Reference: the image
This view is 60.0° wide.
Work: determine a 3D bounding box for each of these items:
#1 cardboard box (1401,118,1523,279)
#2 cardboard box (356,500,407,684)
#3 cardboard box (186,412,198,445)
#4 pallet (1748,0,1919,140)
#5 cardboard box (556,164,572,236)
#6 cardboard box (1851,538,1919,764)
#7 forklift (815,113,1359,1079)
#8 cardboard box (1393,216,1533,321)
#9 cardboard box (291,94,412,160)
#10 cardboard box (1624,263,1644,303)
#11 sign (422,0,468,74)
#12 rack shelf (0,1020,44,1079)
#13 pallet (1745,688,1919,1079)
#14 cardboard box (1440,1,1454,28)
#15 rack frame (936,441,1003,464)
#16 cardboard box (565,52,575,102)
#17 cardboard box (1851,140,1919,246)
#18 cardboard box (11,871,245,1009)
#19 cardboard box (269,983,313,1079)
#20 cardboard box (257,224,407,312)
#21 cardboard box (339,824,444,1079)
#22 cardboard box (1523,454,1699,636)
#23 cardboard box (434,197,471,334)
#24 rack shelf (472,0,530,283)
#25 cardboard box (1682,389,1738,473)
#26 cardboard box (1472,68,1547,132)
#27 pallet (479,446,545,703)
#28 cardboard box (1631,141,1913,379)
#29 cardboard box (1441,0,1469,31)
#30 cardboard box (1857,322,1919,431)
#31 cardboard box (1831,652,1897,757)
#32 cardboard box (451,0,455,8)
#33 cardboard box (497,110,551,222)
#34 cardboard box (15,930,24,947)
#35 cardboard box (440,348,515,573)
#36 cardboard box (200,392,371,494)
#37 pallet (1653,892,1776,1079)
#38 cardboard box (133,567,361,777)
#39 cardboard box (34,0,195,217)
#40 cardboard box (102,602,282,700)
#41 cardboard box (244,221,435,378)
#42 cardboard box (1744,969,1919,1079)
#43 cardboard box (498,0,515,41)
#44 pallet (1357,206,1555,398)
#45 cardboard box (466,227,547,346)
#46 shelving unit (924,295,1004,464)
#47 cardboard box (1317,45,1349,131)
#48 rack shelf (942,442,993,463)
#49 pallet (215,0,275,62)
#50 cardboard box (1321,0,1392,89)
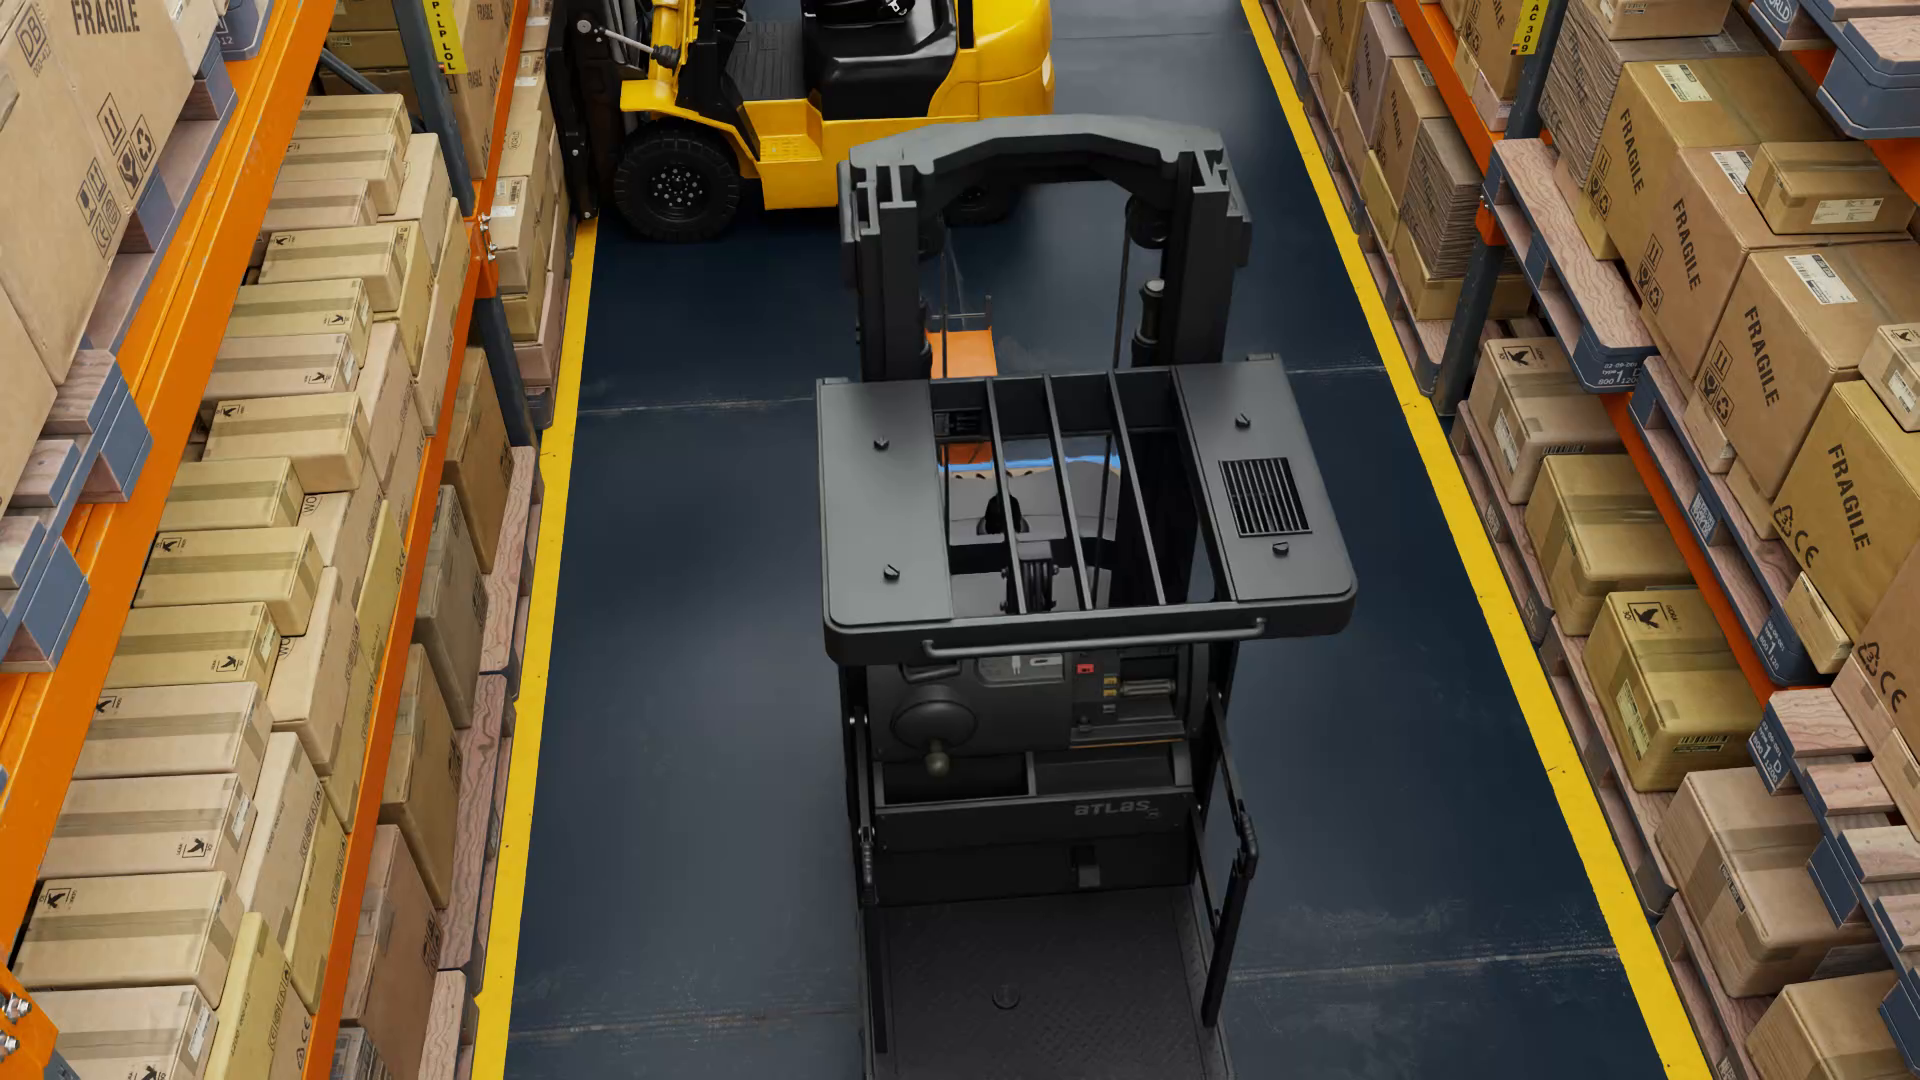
[{"bbox_3d":[2.305,-1.518,7.346,0.500,0.500,0.500,-4,47,-4],"label":"cardboard box"},{"bbox_3d":[-1.912,0.153,4.779,0.500,0.250,0.500,-2,47,-2],"label":"cardboard box"},{"bbox_3d":[-2.474,-0.346,4.908,0.500,0.250,0.500,-5,47,-4],"label":"cardboard box"},{"bbox_3d":[2.657,-1.413,4.222,1.213,0.211,1.003,-3,47,-3],"label":"pallet"},{"bbox_3d":[-2.151,-1.651,7.989,0.500,0.250,0.500,-3,47,-3],"label":"cardboard box"},{"bbox_3d":[2.587,0.278,3.994,0.500,0.500,0.500,-4,47,-4],"label":"cardboard box"},{"bbox_3d":[0.233,0.524,4.371,1.130,2.935,3.031,-4,47,-3],"label":"forklift"},{"bbox_3d":[2.304,-1.260,7.618,0.500,0.250,0.500,-2,47,-1],"label":"cardboard box"},{"bbox_3d":[-2.074,-1.369,5.601,0.380,0.149,0.250,-2,47,-2],"label":"cardboard box"},{"bbox_3d":[2.465,-0.907,5.563,0.380,0.149,0.250,-1,47,-1],"label":"cardboard box"},{"bbox_3d":[-1.784,-1.756,5.741,0.100,0.325,0.005,-3,47,-3],"label":"sign"},{"bbox_3d":[-1.822,2.212,1.155,1.077,0.370,4.000,-3,47,-3],"label":"rack shelf"},{"bbox_3d":[2.791,0.801,4.194,1.213,0.211,1.003,-3,47,-3],"label":"pallet"},{"bbox_3d":[2.312,-2.331,7.202,0.380,0.149,0.250,-4,47,-4],"label":"cardboard box"},{"bbox_3d":[0.034,-0.116,6.170,0.240,1.200,0.015,-3,47,-3],"label":"rack frame"},{"bbox_3d":[-2.173,-2.179,8.144,0.500,0.250,0.500,-4,47,-3],"label":"cardboard box"},{"bbox_3d":[2.969,-0.878,5.089,0.500,0.500,0.500,-2,47,-2],"label":"cardboard box"},{"bbox_3d":[-1.746,0.850,3.500,0.380,0.149,0.250,-3,47,-2],"label":"cardboard box"},{"bbox_3d":[-1.783,1.265,3.726,0.500,0.250,0.500,-3,47,-3],"label":"cardboard box"},{"bbox_3d":[-1.913,-0.821,5.082,0.380,0.149,0.250,-5,47,-5],"label":"cardboard box"},{"bbox_3d":[-2.091,1.297,4.939,0.875,0.625,0.625,-2,47,-2],"label":"cardboard box"},{"bbox_3d":[2.732,0.009,6.333,0.950,0.372,0.625,-1,47,-1],"label":"cardboard box"},{"bbox_3d":[-2.021,-0.945,5.819,0.500,0.250,0.500,-3,47,-2],"label":"cardboard box"},{"bbox_3d":[-2.492,-2.545,7.726,1.077,0.370,4.000,-3,47,-3],"label":"rack shelf"},{"bbox_3d":[2.434,-0.344,5.030,0.380,0.149,0.250,-2,47,-2],"label":"cardboard box"},{"bbox_3d":[2.291,-1.777,6.677,0.380,0.149,0.250,-4,47,-4],"label":"cardboard box"},{"bbox_3d":[-2.224,0.145,6.604,1.003,0.211,1.213,-3,47,-3],"label":"pallet"},{"bbox_3d":[2.445,-0.853,5.065,0.500,0.500,0.500,-4,47,-4],"label":"cardboard box"},{"bbox_3d":[2.287,-2.464,6.881,0.500,0.500,0.500,-2,47,-2],"label":"cardboard box"},{"bbox_3d":[2.538,-0.426,4.214,0.380,0.149,0.250,-6,47,-5],"label":"cardboard box"},{"bbox_3d":[2.521,0.412,4.314,0.380,0.149,0.250,-5,47,-5],"label":"cardboard box"},{"bbox_3d":[-2.112,-2.036,6.234,0.380,0.149,0.250,-2,47,-2],"label":"cardboard box"},{"bbox_3d":[-2.085,-1.627,7.278,0.500,0.250,0.500,-3,47,-3],"label":"cardboard box"},{"bbox_3d":[-2.349,0.751,3.869,0.500,0.250,0.500,-3,47,-3],"label":"cardboard box"},{"bbox_3d":[-2.269,-0.296,6.447,0.875,0.625,0.625,-2,47,-2],"label":"cardboard box"},{"bbox_3d":[-1.839,-0.259,4.550,0.380,0.149,0.250,-5,47,-4],"label":"cardboard box"},{"bbox_3d":[2.893,1.638,5.190,1.003,0.211,1.213,-3,47,-3],"label":"pallet"},{"bbox_3d":[-1.850,0.351,4.247,0.500,0.250,0.500,-5,47,-4],"label":"cardboard box"},{"bbox_3d":[-1.892,-0.971,3.247,0.500,0.500,0.500,-2,47,-2],"label":"cardboard box"},{"bbox_3d":[-1.879,0.297,4.023,0.380,0.149,0.250,-3,47,-3],"label":"cardboard box"},{"bbox_3d":[-1.978,-0.754,5.293,0.500,0.250,0.500,-5,47,-4],"label":"cardboard box"},{"bbox_3d":[2.919,1.594,4.831,0.950,0.372,0.625,-6,47,-6],"label":"cardboard box"},{"bbox_3d":[-2.205,-2.458,7.080,0.500,0.500,0.500,-4,47,-4],"label":"cardboard box"},{"bbox_3d":[2.530,-1.174,7.853,1.003,0.211,1.213,-3,47,-3],"label":"pallet"},{"bbox_3d":[-2.057,-1.085,7.108,0.500,0.250,0.500,-4,47,-3],"label":"cardboard box"},{"bbox_3d":[0.014,-0.293,6.337,0.258,1.200,0.503,-3,47,-3],"label":"shelving unit"},{"bbox_3d":[2.172,-2.378,8.677,0.500,0.250,0.500,-1,47,-1],"label":"cardboard box"},{"bbox_3d":[0.014,-0.400,6.224,0.258,0.148,0.480,-3,47,-3],"label":"rack shelf"},{"bbox_3d":[-2.238,-1.673,4.471,0.805,0.209,1.217,-5,47,-5],"label":"pallet"},{"bbox_3d":[2.163,-2.641,8.410,0.500,0.500,0.500,-3,47,-3],"label":"cardboard box"}]
